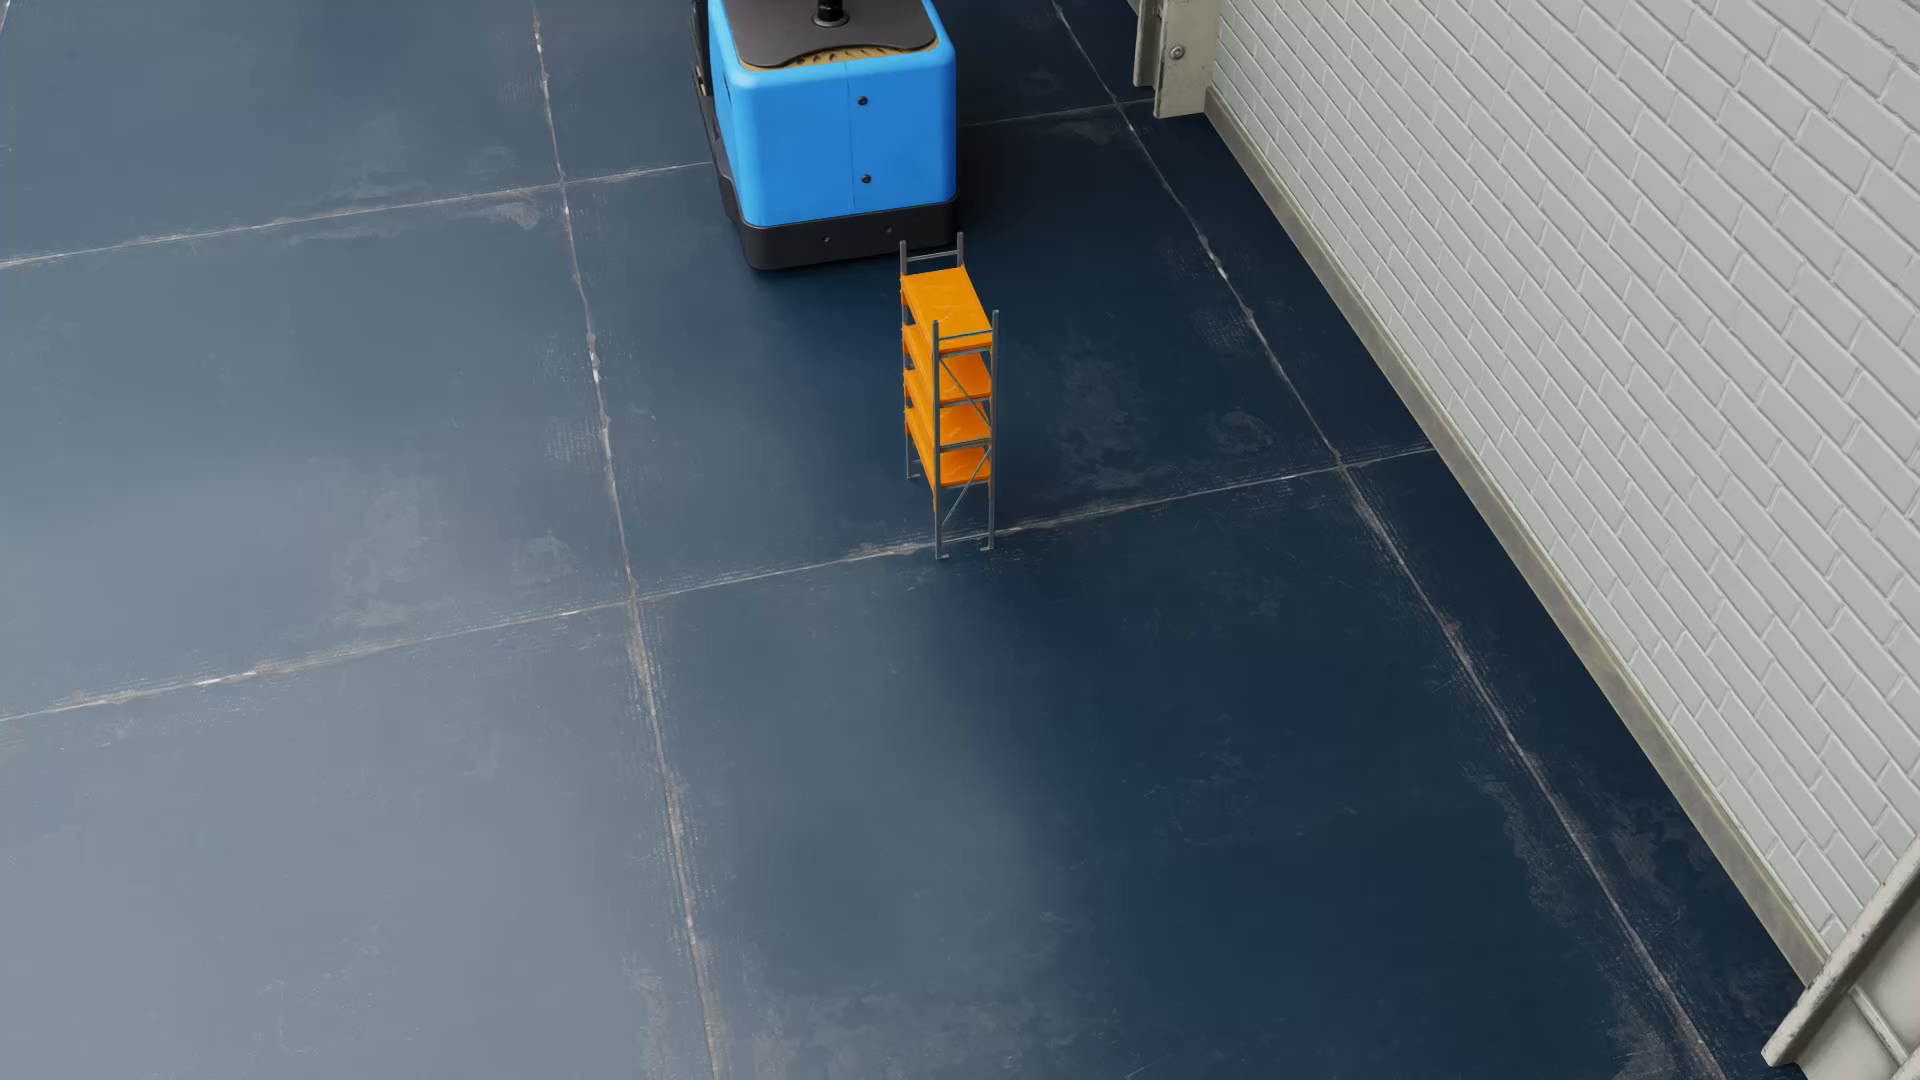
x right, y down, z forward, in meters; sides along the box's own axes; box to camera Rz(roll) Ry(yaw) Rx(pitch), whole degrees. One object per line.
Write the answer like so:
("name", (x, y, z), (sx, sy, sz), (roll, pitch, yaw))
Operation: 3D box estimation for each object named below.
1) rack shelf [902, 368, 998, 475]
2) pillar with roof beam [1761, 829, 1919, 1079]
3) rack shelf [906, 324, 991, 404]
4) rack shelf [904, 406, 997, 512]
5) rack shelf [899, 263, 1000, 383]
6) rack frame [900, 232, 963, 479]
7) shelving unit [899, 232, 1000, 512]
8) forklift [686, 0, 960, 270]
("rack shelf", (-0.042, -0.487, 6.482), (0.258, 0.148, 0.480), (-11, 47, -10))
("pillar with roof beam", (-1.467, -0.660, 1.096), (9.100, 9.000, 0.400), (-11, 47, -10))
("rack shelf", (-0.042, -0.681, 6.284), (0.221, 0.021, 0.457), (-11, 47, -10))
("rack shelf", (-0.042, -0.348, 6.623), (0.258, 0.148, 0.480), (-11, 47, -10))
("rack shelf", (-0.042, -0.809, 6.153), (0.258, 0.148, 0.480), (-11, 47, -10))
("rack frame", (-0.105, -0.703, 6.599), (0.240, 1.200, 0.015), (-11, 47, -10))
("shelving unit", (-0.044, -0.538, 6.437), (0.258, 1.200, 0.492), (-11, 47, -10))
("forklift", (-0.849, -3.381, 8.012), (1.130, 2.935, 3.031), (-10, 46, -10))
